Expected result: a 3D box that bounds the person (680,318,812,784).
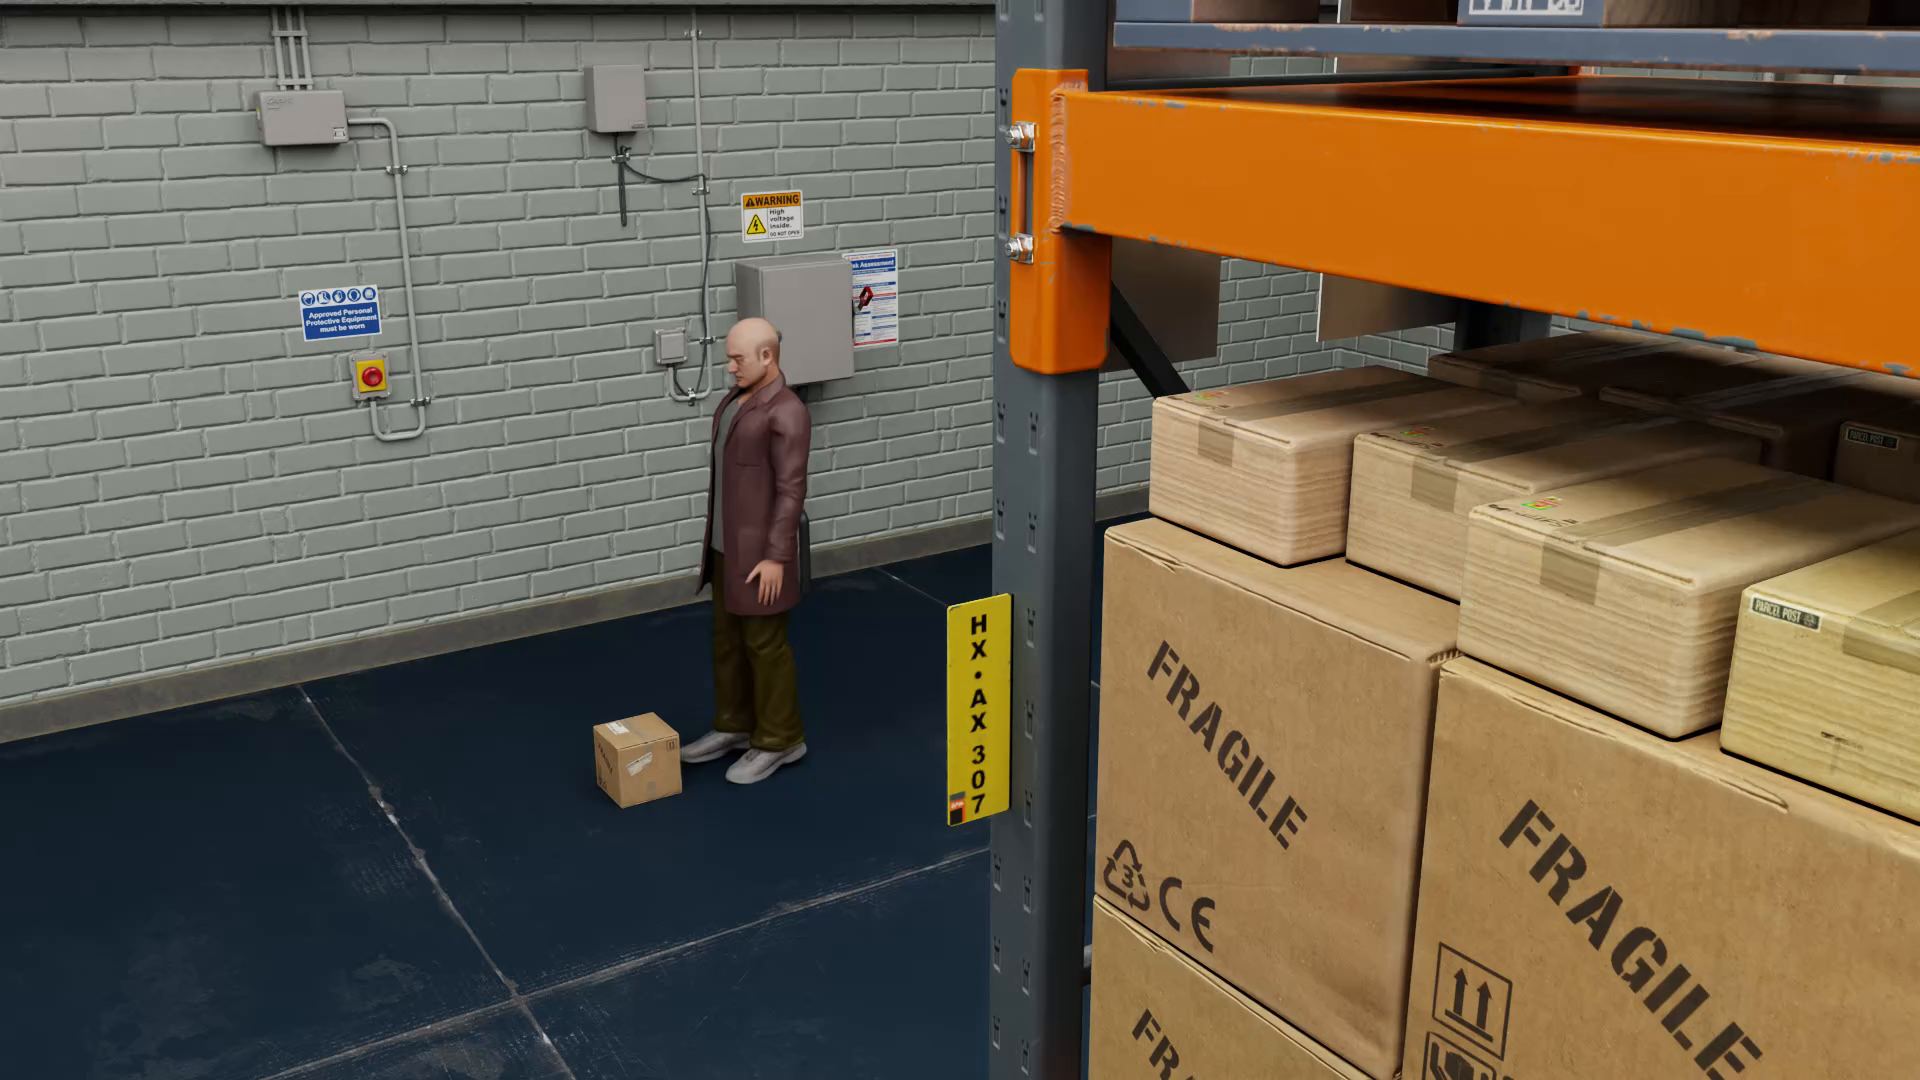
[{"bbox_3d":[-0.856,0.044,6.430,0.495,1.799,0.620,-11,21,-31],"label":"person"}]
